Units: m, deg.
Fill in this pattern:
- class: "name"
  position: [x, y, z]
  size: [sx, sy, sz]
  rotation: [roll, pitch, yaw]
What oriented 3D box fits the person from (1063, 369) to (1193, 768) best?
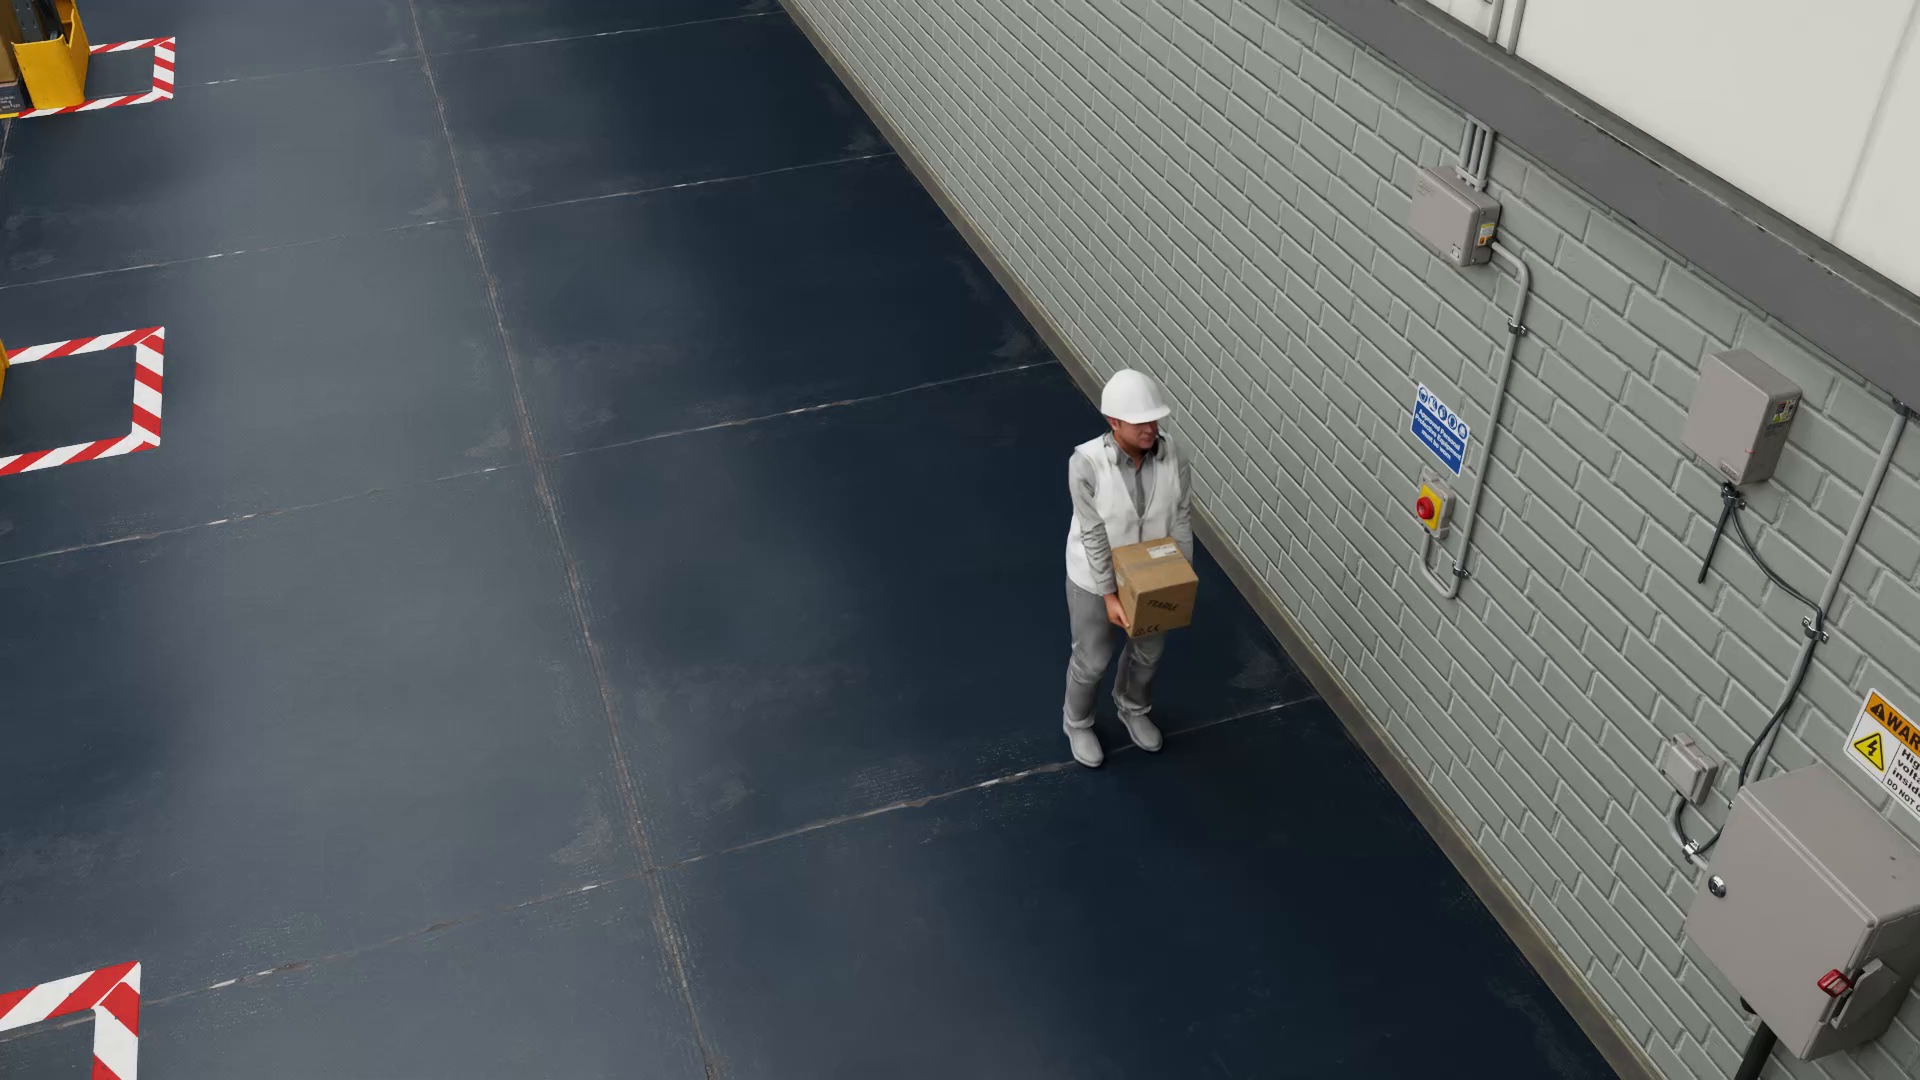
- class: "person"
  position: [0.685, 0.176, 6.539]
  size: [0.495, 1.767, 0.554]
  rotation: [-12, 39, -15]
